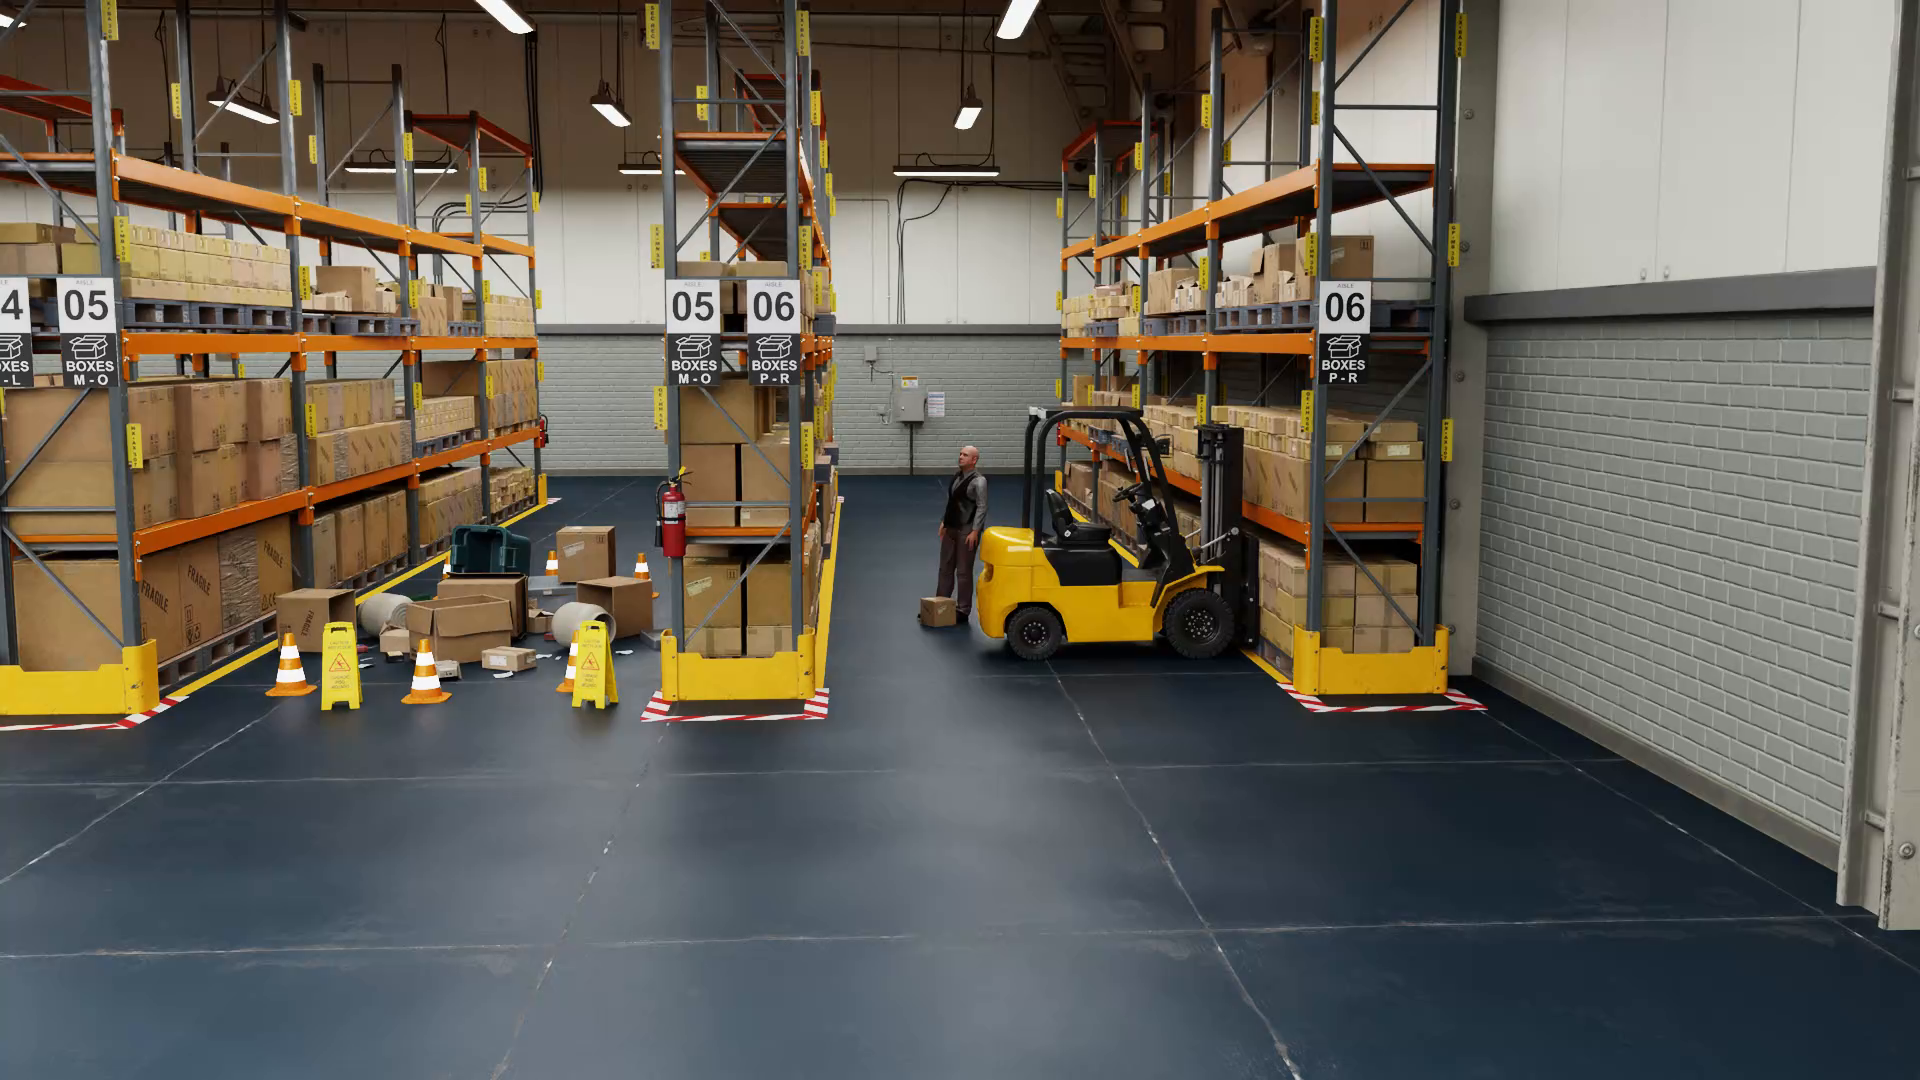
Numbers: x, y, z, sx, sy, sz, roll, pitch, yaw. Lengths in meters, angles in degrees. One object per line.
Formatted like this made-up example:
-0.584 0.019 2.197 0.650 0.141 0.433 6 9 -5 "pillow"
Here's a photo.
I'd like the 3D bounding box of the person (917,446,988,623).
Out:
-0.039 -0.058 16.261 0.564 1.724 0.634 -4 8 -33 "person"
